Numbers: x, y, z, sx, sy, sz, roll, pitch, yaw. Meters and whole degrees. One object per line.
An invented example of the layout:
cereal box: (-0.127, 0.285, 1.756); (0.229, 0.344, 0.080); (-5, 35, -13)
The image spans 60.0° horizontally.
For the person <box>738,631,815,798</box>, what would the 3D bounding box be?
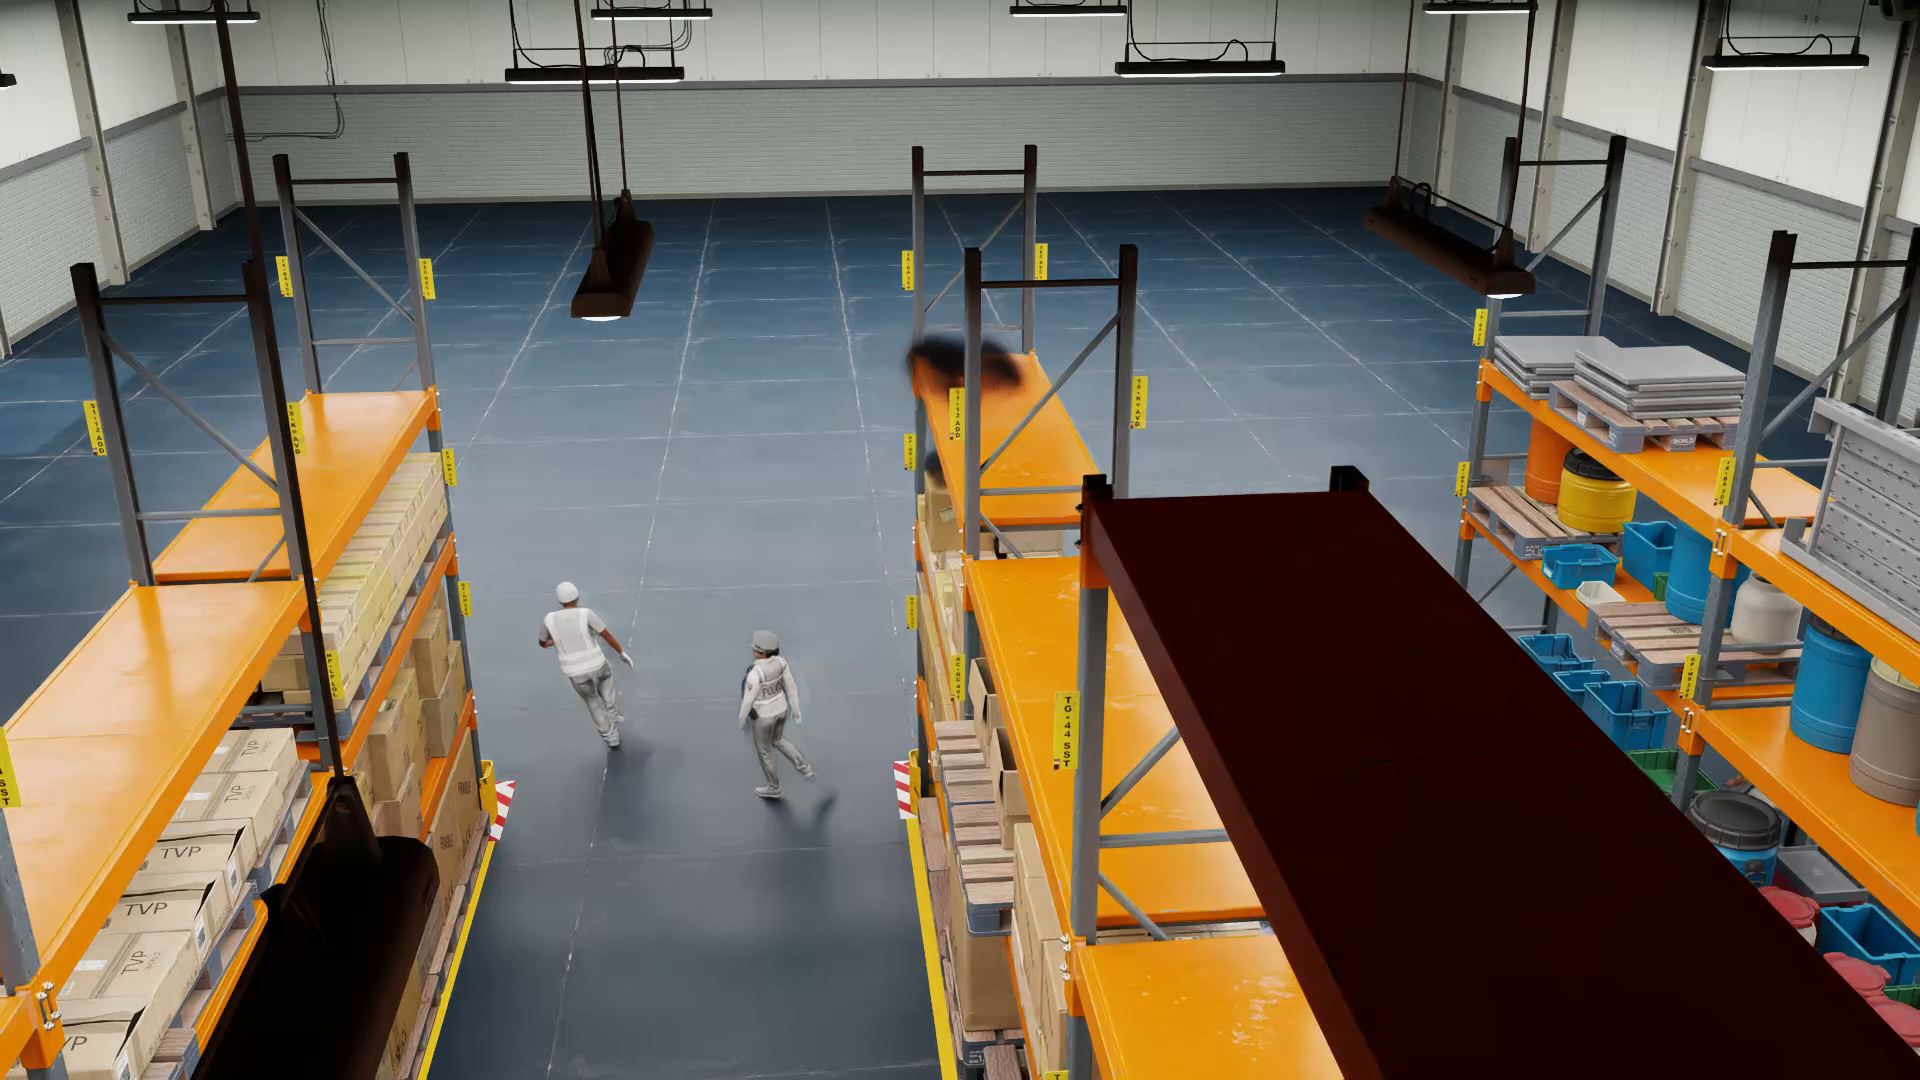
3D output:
person: (-1.679, 1.619, 15.275); (0.546, 1.678, 0.614); (14, 26, 32)

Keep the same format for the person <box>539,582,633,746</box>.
person: (-3.688, 1.186, 16.389); (0.862, 1.689, 0.725); (-6, 22, -15)

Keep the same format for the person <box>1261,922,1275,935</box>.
person: (2.181, 3.188, 11.379); (0.603, 1.689, 0.901); (0, 22, 0)

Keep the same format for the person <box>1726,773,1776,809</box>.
person: (6.715, 2.197, 13.931); (0.578, 1.625, 0.616); (-5, 22, -13)
